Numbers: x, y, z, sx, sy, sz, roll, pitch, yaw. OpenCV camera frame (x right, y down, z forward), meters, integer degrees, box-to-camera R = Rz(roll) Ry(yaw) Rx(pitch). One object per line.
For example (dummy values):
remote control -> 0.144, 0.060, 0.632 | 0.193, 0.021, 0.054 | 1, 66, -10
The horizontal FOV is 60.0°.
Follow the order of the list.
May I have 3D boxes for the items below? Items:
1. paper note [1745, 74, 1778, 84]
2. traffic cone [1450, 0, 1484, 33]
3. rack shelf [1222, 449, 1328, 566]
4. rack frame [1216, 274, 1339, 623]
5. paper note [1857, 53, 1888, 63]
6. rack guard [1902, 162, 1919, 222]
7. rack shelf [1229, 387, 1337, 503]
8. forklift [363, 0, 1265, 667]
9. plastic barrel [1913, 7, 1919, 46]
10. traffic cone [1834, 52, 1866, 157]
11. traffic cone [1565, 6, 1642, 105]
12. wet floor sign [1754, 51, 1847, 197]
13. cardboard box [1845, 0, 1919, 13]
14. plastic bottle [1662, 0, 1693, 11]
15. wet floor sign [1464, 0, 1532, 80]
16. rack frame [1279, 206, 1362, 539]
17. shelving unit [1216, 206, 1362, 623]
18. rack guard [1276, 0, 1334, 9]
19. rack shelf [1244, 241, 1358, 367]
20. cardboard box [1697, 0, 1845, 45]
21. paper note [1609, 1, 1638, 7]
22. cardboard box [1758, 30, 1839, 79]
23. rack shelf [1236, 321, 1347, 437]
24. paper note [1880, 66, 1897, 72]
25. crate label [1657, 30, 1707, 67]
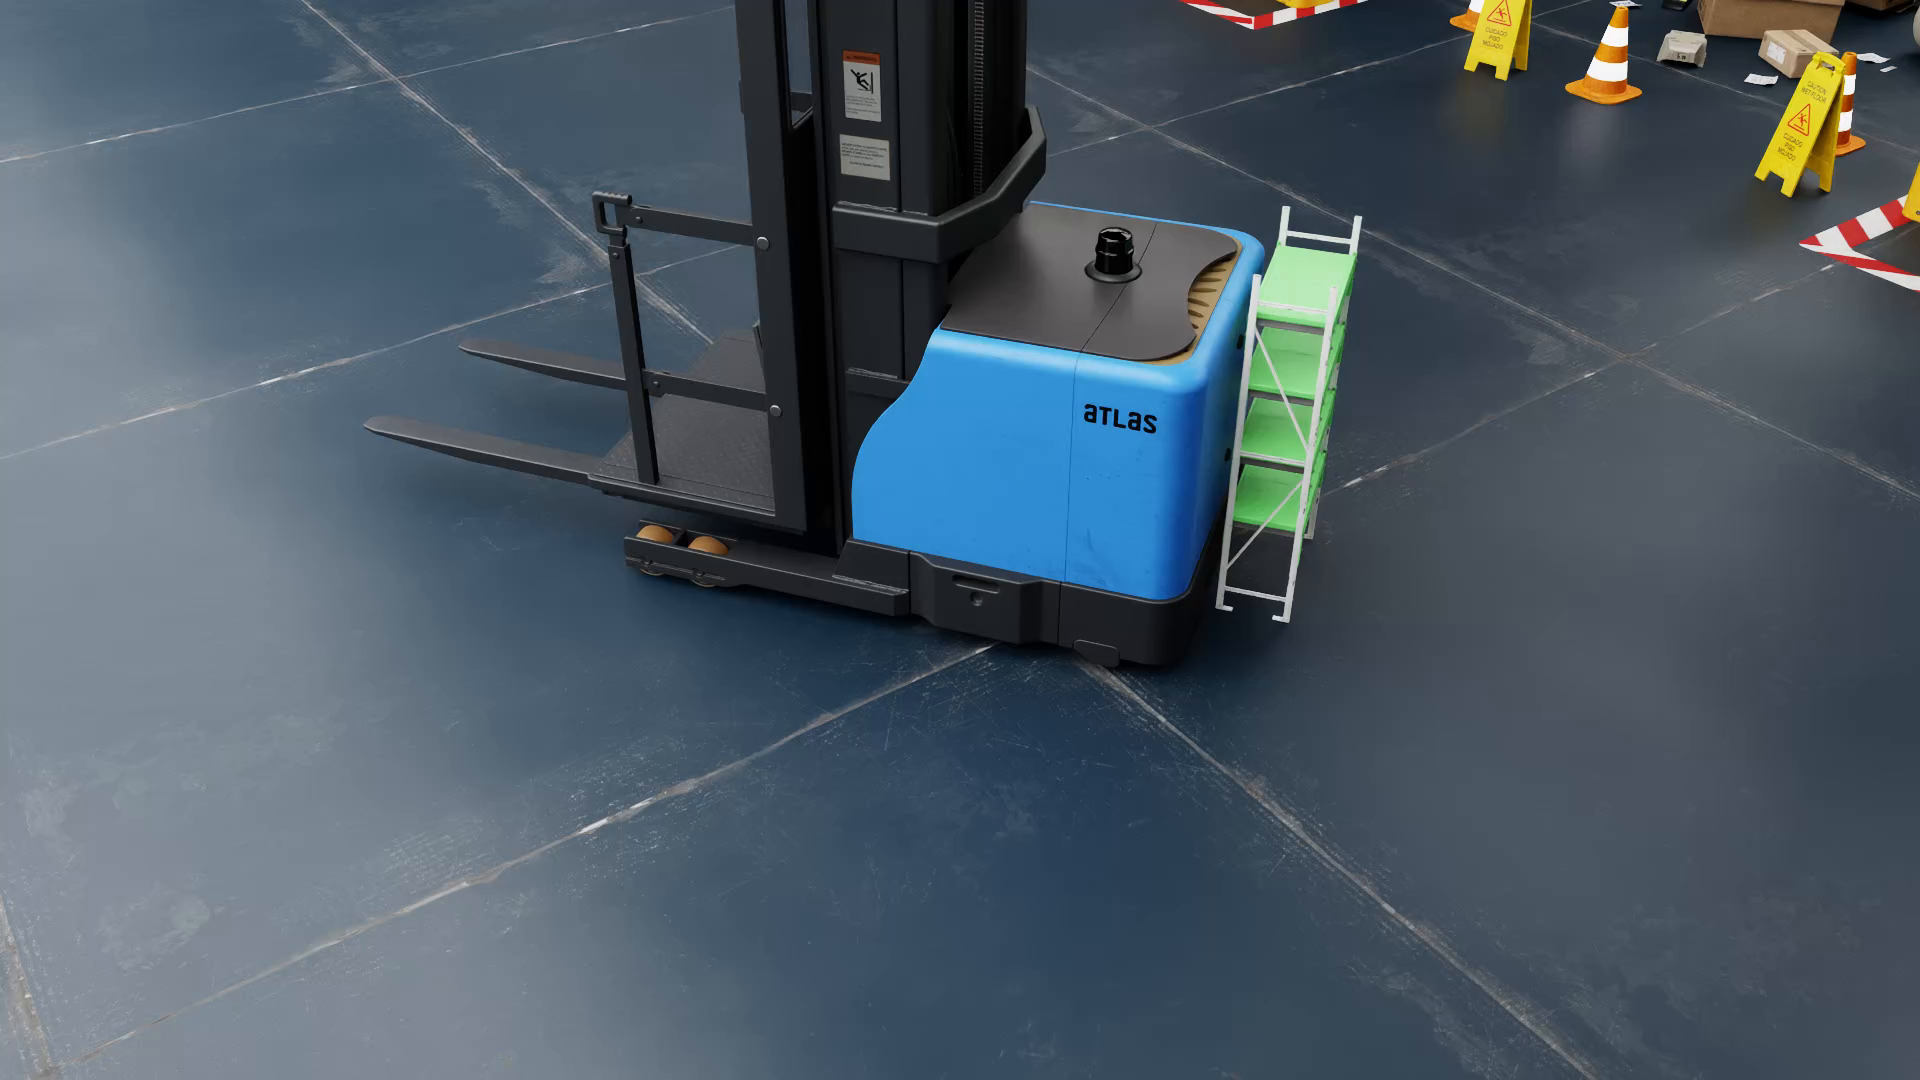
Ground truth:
paper note -> 4.493, -2.586, 9.319 | 0.148, 0.019, 0.142 | 22, 41, 28
traffic cone -> 3.185, -3.323, 9.974 | 0.334, 0.463, 0.336 | -22, 41, -28
rack shelf -> 1.030, -0.134, 5.429 | 0.258, 0.148, 0.480 | 11, 37, 15
rack frame -> 0.952, -0.245, 5.064 | 0.240, 1.200, 0.015 | 11, 37, 15
paper note -> 5.274, -2.795, 9.620 | 0.142, 0.019, 0.148 | -9, 37, -12
rack guard -> 4.930, -1.534, 7.455 | 0.348, 0.500, 1.175 | -22, 41, -28
rack shelf -> 1.030, -0.328, 5.289 | 0.258, 0.148, 0.480 | 11, 37, 15
forklift -> -0.595, -1.311, 5.062 | 3.031, 2.935, 1.130 | 11, 37, 15
plastic barrel -> 5.684, -2.895, 9.412 | 0.421, 0.421, 0.512 | 3, 36, 4
traffic cone -> 4.476, -2.254, 8.487 | 0.334, 0.463, 0.336 | -22, 41, -28
traffic cone -> 3.558, -2.669, 9.065 | 0.334, 0.463, 0.336 | -22, 41, -28
wet floor sign -> 4.096, -2.014, 7.998 | 0.232, 0.644, 0.267 | -9, 37, -12
cardboard box -> 5.604, -3.682, 10.323 | 0.503, 0.637, 0.797 | -22, 41, -28
plastic bottle -> 4.505, -3.387, 10.407 | 0.133, 0.061, 0.283 | 22, 41, 28
wet floor sign -> 3.050, -2.941, 9.287 | 0.267, 0.644, 0.232 | 30, 45, 35
rack frame -> 1.108, -0.515, 5.439 | 0.240, 1.200, 0.015 | 11, 37, 15
shelving unit -> 1.030, -0.380, 5.251 | 0.258, 1.200, 0.503 | 11, 37, 15
rack guard -> 1.914, -3.829, 10.645 | 0.348, 0.500, 1.175 | -22, 41, -28
rack shelf -> 1.030, -0.718, 5.008 | 0.258, 0.148, 0.480 | 11, 37, 15
cardboard box -> 4.845, -3.309, 9.920 | 0.797, 0.503, 0.637 | 9, 37, 12
paper note -> 4.159, -3.349, 10.381 | 0.142, 0.017, 0.144 | -9, 37, -12
cardboard box -> 4.775, -2.771, 9.475 | 0.250, 0.149, 0.380 | -3, 36, -4
rack shelf -> 1.030, -0.523, 5.148 | 0.258, 0.148, 0.480 | 11, 37, 15
paper note -> 5.289, -2.683, 9.472 | 0.123, 0.001, 0.032 | -22, 41, -28
crate label -> 4.165, -2.831, 9.569 | 0.250, 0.136, 0.298 | 15, 38, 20
